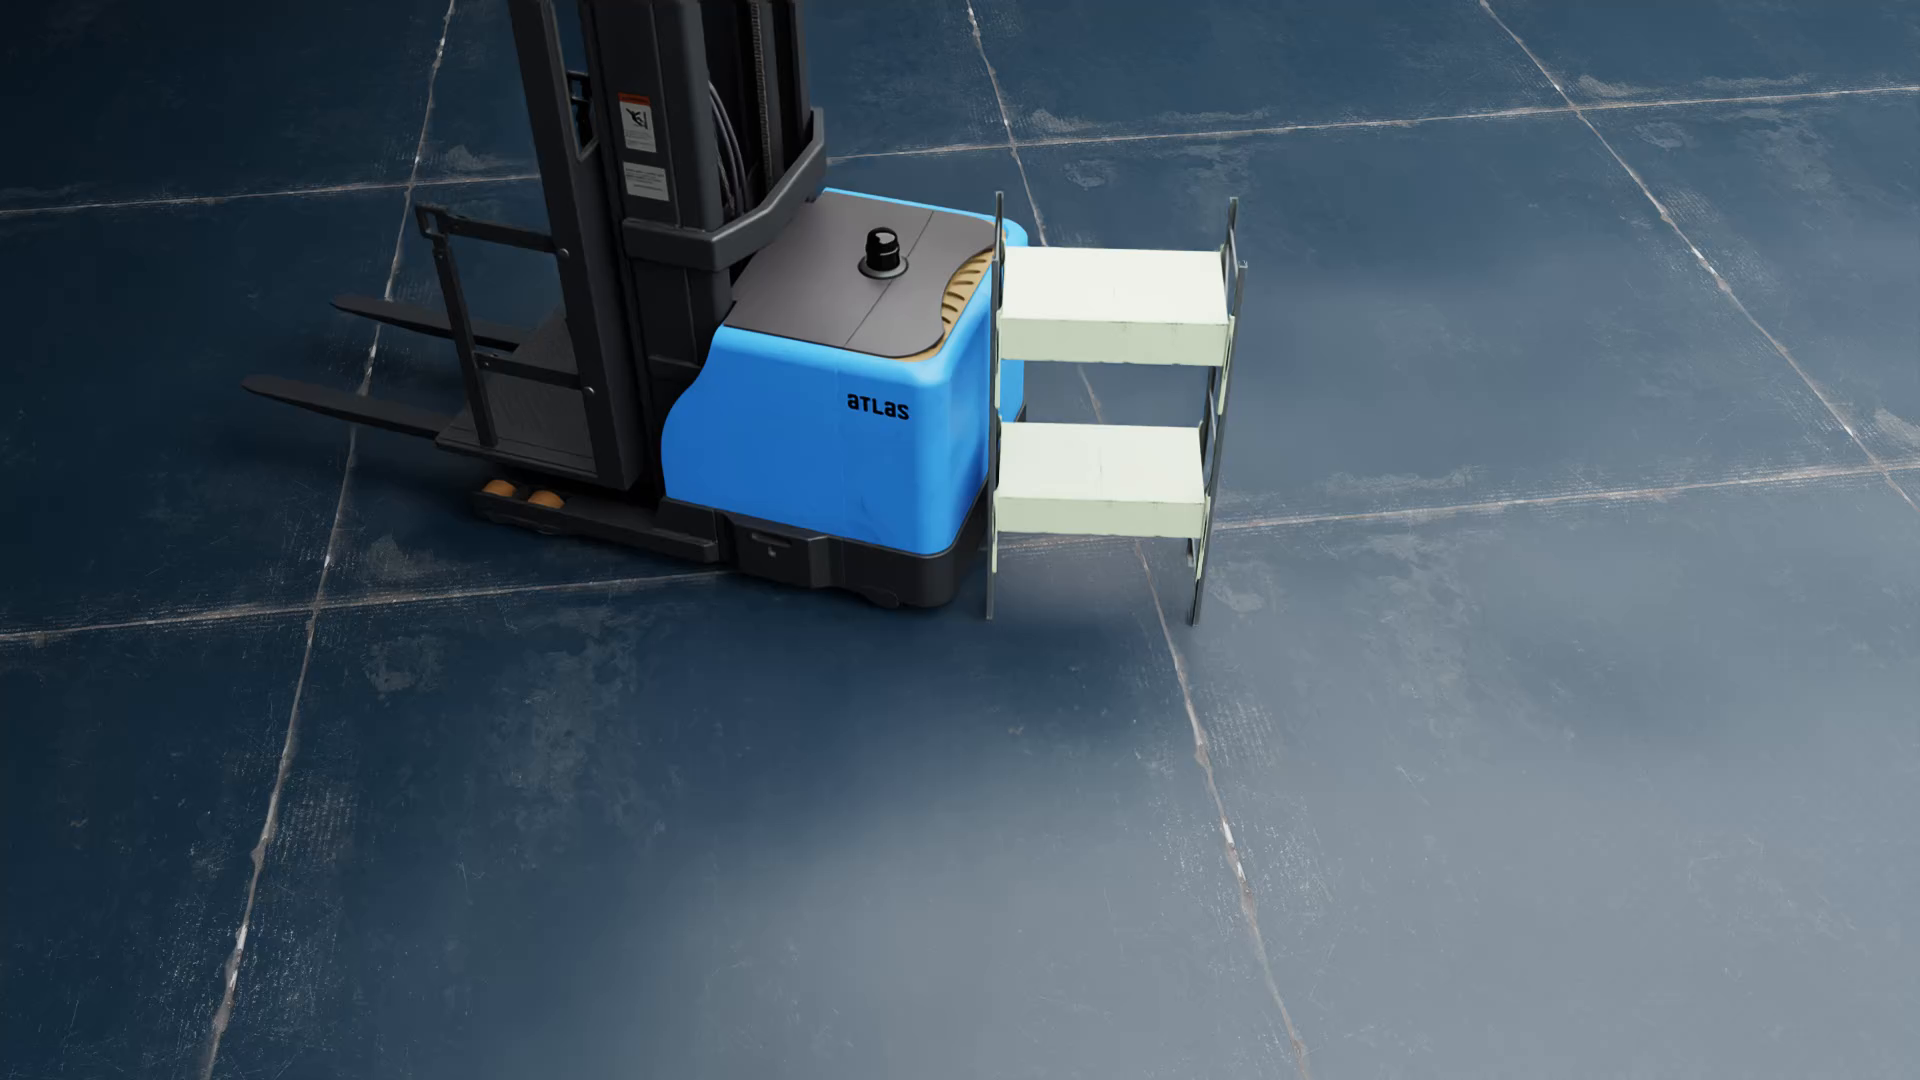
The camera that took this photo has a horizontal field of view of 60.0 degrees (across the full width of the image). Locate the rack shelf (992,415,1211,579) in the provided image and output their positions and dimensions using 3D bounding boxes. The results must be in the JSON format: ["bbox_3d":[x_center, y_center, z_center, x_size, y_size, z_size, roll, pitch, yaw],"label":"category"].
[{"bbox_3d":[0.480,-0.151,5.784,0.720,0.370,0.431,2,42,2],"label":"rack shelf"}]

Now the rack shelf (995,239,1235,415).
[{"bbox_3d":[0.480,-0.682,5.304,0.720,0.370,0.431,2,42,2],"label":"rack shelf"}]

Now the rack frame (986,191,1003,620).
[{"bbox_3d":[0.115,-0.405,5.579,0.023,1.500,0.400,2,42,2],"label":"rack frame"}]

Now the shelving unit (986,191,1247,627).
[{"bbox_3d":[0.480,-0.393,5.566,0.755,1.500,0.431,2,42,2],"label":"shelving unit"}]

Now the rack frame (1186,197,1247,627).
[{"bbox_3d":[0.846,-0.381,5.552,0.023,1.500,0.400,2,42,2],"label":"rack frame"}]

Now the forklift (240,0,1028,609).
[{"bbox_3d":[-1.319,-1.431,5.648,3.031,2.935,1.130,13,44,14],"label":"forklift"}]
